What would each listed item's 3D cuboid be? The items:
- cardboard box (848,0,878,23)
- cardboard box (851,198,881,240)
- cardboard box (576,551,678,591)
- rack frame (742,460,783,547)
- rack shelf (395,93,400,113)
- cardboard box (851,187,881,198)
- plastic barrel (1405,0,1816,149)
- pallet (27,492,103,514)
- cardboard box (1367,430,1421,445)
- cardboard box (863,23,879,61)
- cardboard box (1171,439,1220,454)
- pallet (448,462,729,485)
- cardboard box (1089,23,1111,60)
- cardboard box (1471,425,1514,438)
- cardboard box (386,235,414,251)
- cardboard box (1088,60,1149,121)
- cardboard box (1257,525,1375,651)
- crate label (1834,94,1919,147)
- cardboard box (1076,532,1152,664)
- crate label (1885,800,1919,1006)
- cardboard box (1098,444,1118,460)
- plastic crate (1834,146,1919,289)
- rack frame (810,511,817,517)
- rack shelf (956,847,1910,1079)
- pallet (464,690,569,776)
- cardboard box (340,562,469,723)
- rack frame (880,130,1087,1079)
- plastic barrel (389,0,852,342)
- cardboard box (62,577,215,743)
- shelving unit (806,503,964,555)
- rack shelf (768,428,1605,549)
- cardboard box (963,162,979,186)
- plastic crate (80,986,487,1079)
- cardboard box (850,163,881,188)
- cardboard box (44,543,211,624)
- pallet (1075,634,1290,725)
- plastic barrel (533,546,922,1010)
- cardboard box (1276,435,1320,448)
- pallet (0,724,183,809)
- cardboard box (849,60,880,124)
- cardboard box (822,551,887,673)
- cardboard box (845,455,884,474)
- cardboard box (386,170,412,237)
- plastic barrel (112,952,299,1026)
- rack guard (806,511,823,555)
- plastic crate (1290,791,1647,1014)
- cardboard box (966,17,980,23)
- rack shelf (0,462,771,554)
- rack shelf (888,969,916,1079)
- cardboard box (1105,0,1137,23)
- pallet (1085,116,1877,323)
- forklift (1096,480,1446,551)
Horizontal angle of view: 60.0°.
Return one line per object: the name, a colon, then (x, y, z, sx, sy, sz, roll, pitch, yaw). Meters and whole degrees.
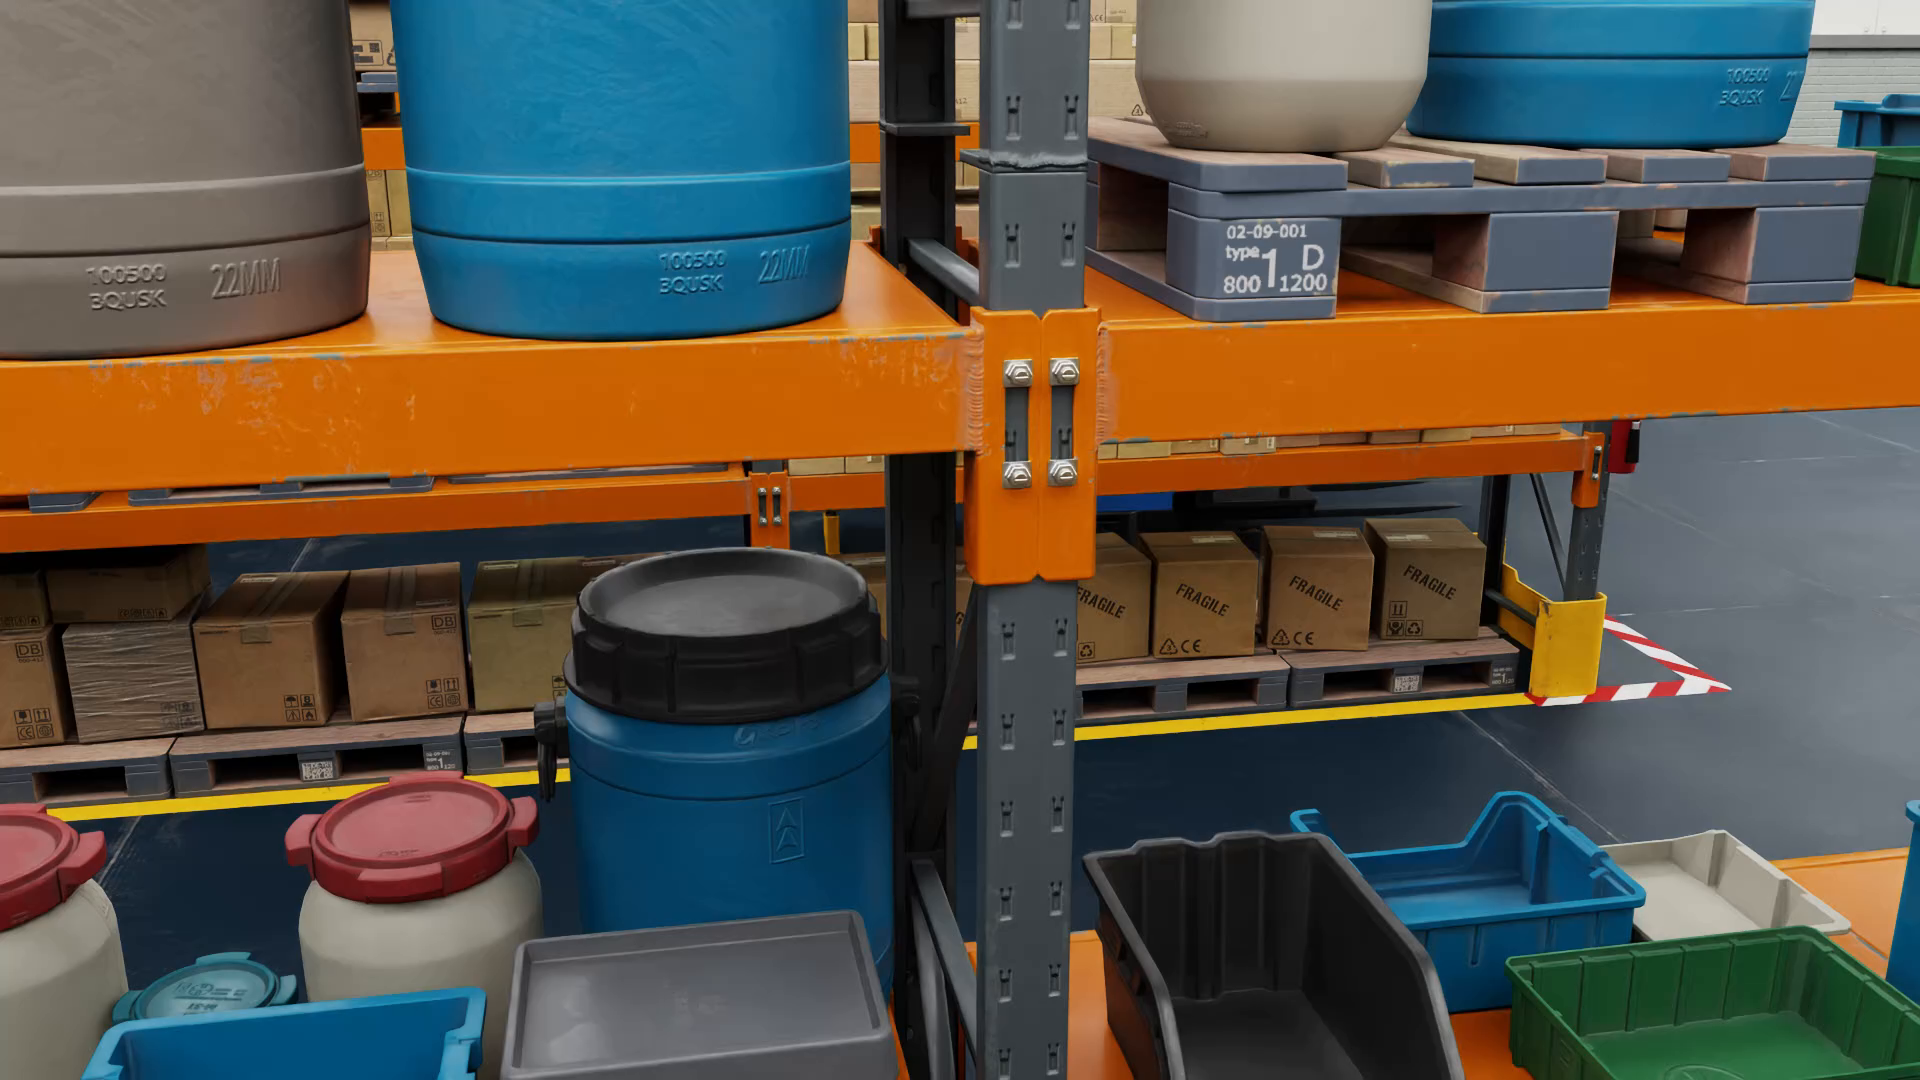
cardboard box: (-0.538, -2.566, 7.421, 0.500, 0.500, 0.500, -4, 17, -12)
cardboard box: (-0.441, -1.225, 7.310, 0.500, 0.500, 0.500, -3, 17, -10)
cardboard box: (-1.538, 0.408, 7.884, 0.500, 0.500, 0.700, -5, 18, -15)
rack frame: (-0.931, -0.605, 7.672, 0.127, 3.000, 1.000, -3, 17, -10)
rack shelf: (-3.737, -3.019, 11.649, 4.000, 0.370, 1.077, -3, 17, -10)
cardboard box: (-0.541, -1.377, 7.807, 0.500, 0.500, 0.500, -3, 17, -10)
plastic barrel: (1.006, -1.076, 2.528, 0.708, 0.901, 0.600, -3, 17, -10)
pallet: (-4.179, -0.361, 7.204, 1.003, 0.211, 1.213, -3, 17, -10)
cardboard box: (2.026, -0.580, 8.020, 0.250, 0.149, 0.380, -3, 17, -10)
cardboard box: (-0.305, -2.121, 7.077, 0.250, 0.149, 0.380, -4, 18, -13)
cardboard box: (1.044, -0.525, 7.839, 0.250, 0.149, 0.380, -3, 17, -10)
pallet: (-1.709, -0.513, 7.699, 1.213, 0.211, 1.003, -3, 17, -10)
cardboard box: (0.476, -2.146, 7.158, 0.250, 0.149, 0.380, -4, 17, -11)
cardboard box: (2.510, -0.619, 8.145, 0.250, 0.149, 0.380, -3, 17, -10)
cardboard box: (-3.725, -1.897, 11.708, 0.500, 0.500, 0.500, -3, 17, -11)
cardboard box: (0.568, -1.974, 7.276, 0.500, 0.250, 0.500, -4, 18, -13)
cardboard box: (1.800, 0.240, 8.465, 0.500, 0.500, 0.500, 1, 17, 4)
crate label: (2.035, -0.754, 3.301, 0.408, 0.251, 0.502, -3, 17, -10)
cardboard box: (0.625, 0.287, 8.310, 0.500, 0.500, 0.500, -5, 18, -15)
crate label: (2.180, 0.764, 3.156, 0.616, 0.435, 0.502, -3, 17, -10)
cardboard box: (0.560, -0.487, 7.716, 0.250, 0.149, 0.380, -3, 17, -10)
plastic crate: (1.609, -0.519, 2.645, 0.450, 0.188, 0.336, -3, 17, -10)
rack frame: (-0.942, -0.705, 10.551, 0.032, 1.500, 0.500, -2, 17, -6)
rack shelf: (1.972, 1.055, 3.492, 4.000, 0.370, 1.077, -3, 17, -10)
pallet: (-1.695, 0.772, 7.939, 1.213, 0.211, 1.003, -3, 17, -10)
cardboard box: (-2.559, 0.460, 7.713, 0.500, 0.500, 0.700, -5, 18, -15)
rack frame: (0.008, 0.823, 3.024, 0.127, 3.000, 1.000, -3, 17, -10)
plastic barrel: (-0.450, -0.760, 2.214, 0.708, 0.901, 0.600, -3, 17, -10)
cardboard box: (-3.662, 0.525, 7.502, 0.500, 0.500, 0.700, -5, 18, -15)
shelving unit: (-0.446, -0.721, 10.605, 1.083, 1.500, 0.587, -2, 17, -6)
rack shelf: (1.033, -0.372, 8.141, 4.000, 0.370, 1.077, -3, 17, -10)
cardboard box: (0.189, -2.725, 12.481, 0.500, 0.550, 0.875, -3, 17, -10)
plastic crate: (-1.016, 0.982, 2.534, 0.575, 0.384, 0.392, -3, 17, -10)
cardboard box: (-0.886, -2.703, 12.409, 0.550, 0.550, 0.875, -3, 17, -10)
cardboard box: (-3.687, 0.166, 7.395, 0.500, 0.250, 0.500, -1, 17, -4)
pallet: (0.922, 0.611, 8.461, 1.213, 0.211, 1.003, -3, 17, -10)
plastic barrel: (-0.428, 0.517, 3.164, 0.708, 0.901, 0.600, -3, 17, -10)
cardboard box: (1.531, -0.558, 7.947, 0.250, 0.149, 0.380, -3, 17, -10)
pallet: (-4.091, 0.908, 7.497, 1.213, 0.211, 1.003, -3, 17, -10)
cardboard box: (-0.441, -1.918, 7.095, 0.500, 0.250, 0.500, -4, 18, -13)
cardboard box: (-0.531, 0.378, 8.013, 0.500, 0.500, 0.500, -4, 17, -12)
cardboard box: (-0.415, -0.420, 7.499, 0.250, 0.149, 0.380, -3, 17, -10)
cardboard box: (-3.756, -2.452, 11.812, 0.500, 0.500, 0.700, -3, 17, -11)
plastic barrel: (-1.320, 0.918, 2.948, 0.301, 0.262, 0.301, 0, 17, 0)
rack guard: (-0.941, -0.107, 10.735, 0.087, 0.250, 0.587, -2, 17, -6)
plastic crate: (1.044, 0.754, 3.501, 0.616, 0.251, 0.499, -3, 17, -10)
cardboard box: (0.248, -3.825, 11.911, 0.500, 0.250, 0.500, -3, 17, -10)
rack shelf: (-2.895, -0.150, 7.415, 4.000, 0.370, 1.077, -3, 17, -10)
rack shelf: (-1.955, 1.278, 2.767, 4.000, 0.370, 1.077, -3, 17, -10)
cardboard box: (1.236, -3.881, 12.092, 0.500, 0.250, 0.500, -3, 17, -10)
pallet: (0.698, -0.589, 2.834, 1.003, 0.211, 1.213, -3, 17, -10)
forklift: (1.611, -1.455, 10.556, 3.031, 2.935, 1.130, -2, 17, -6)
